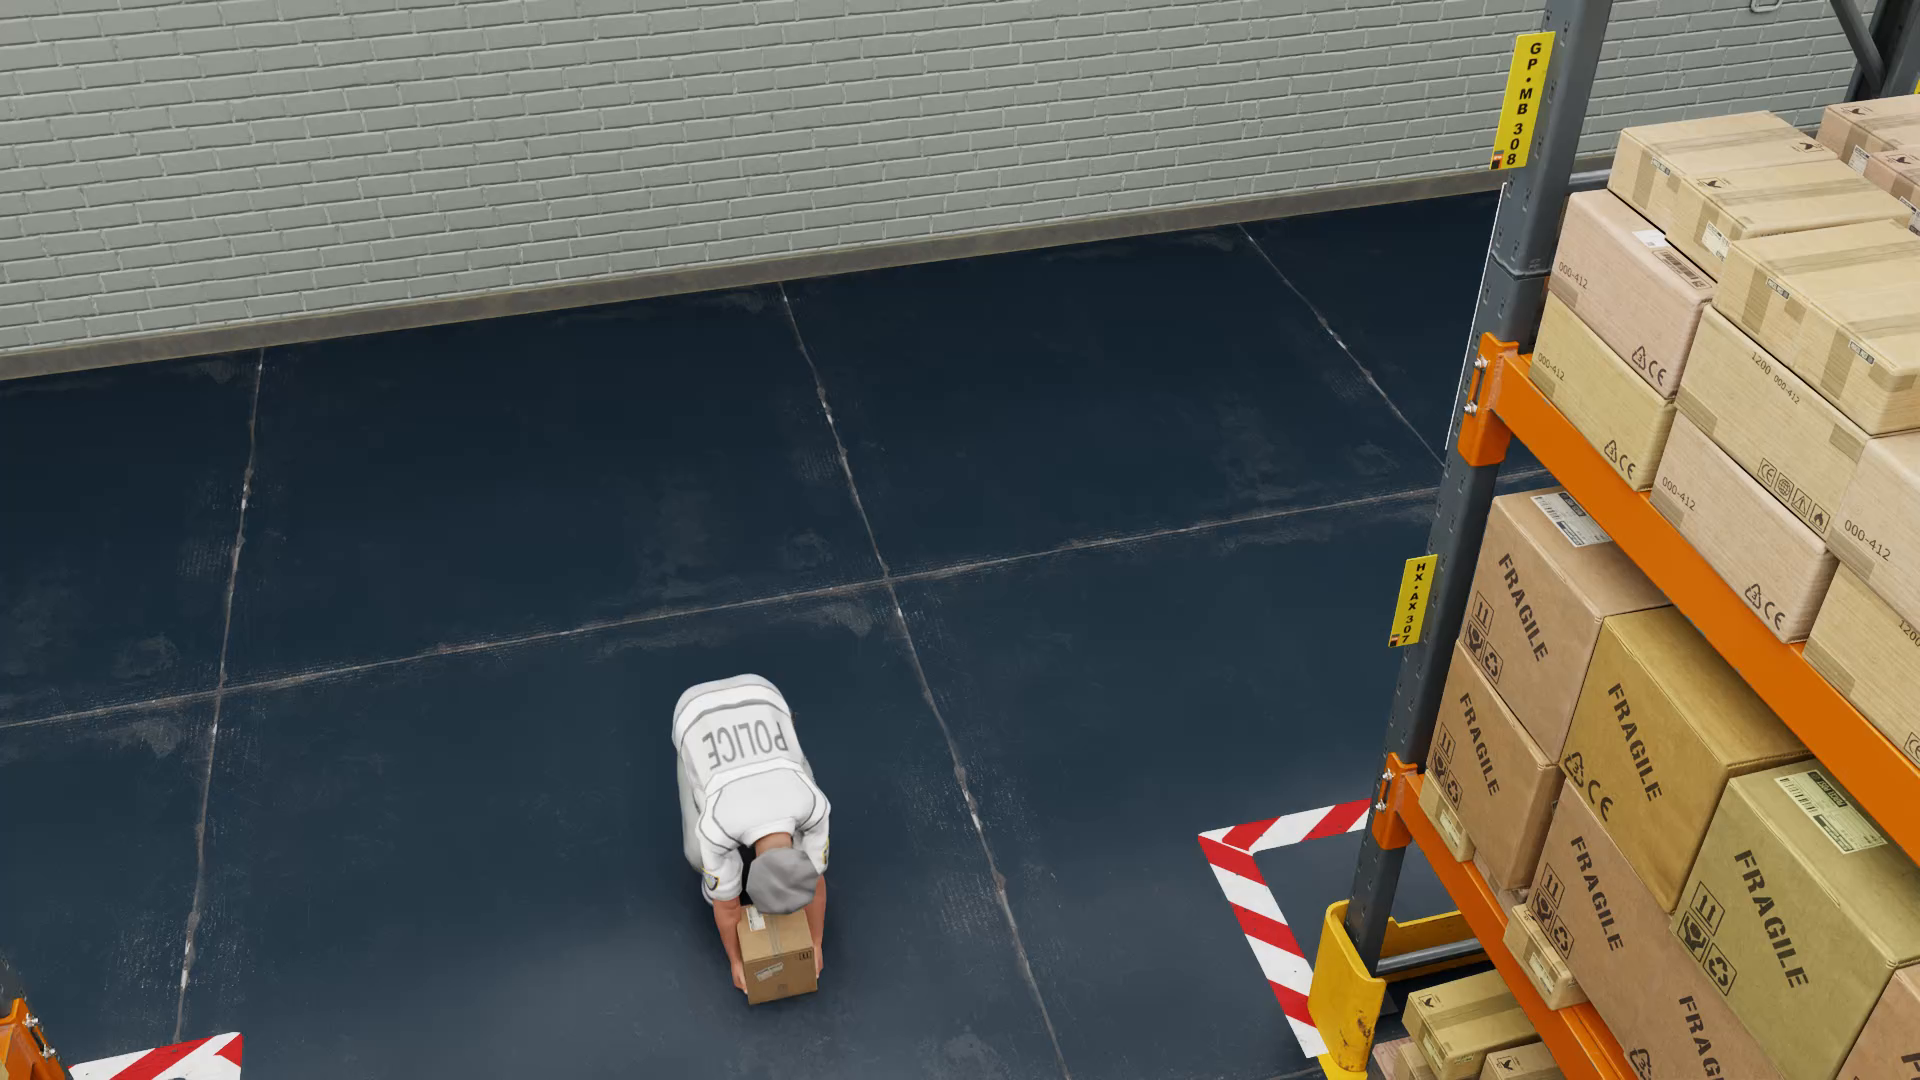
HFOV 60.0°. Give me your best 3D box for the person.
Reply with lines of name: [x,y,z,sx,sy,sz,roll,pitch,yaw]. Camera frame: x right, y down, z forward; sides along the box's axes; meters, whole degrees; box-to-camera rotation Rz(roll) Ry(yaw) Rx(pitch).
person: [-0.739,1.059,6.070,0.542,0.902,1.029,-11,39,-14]
